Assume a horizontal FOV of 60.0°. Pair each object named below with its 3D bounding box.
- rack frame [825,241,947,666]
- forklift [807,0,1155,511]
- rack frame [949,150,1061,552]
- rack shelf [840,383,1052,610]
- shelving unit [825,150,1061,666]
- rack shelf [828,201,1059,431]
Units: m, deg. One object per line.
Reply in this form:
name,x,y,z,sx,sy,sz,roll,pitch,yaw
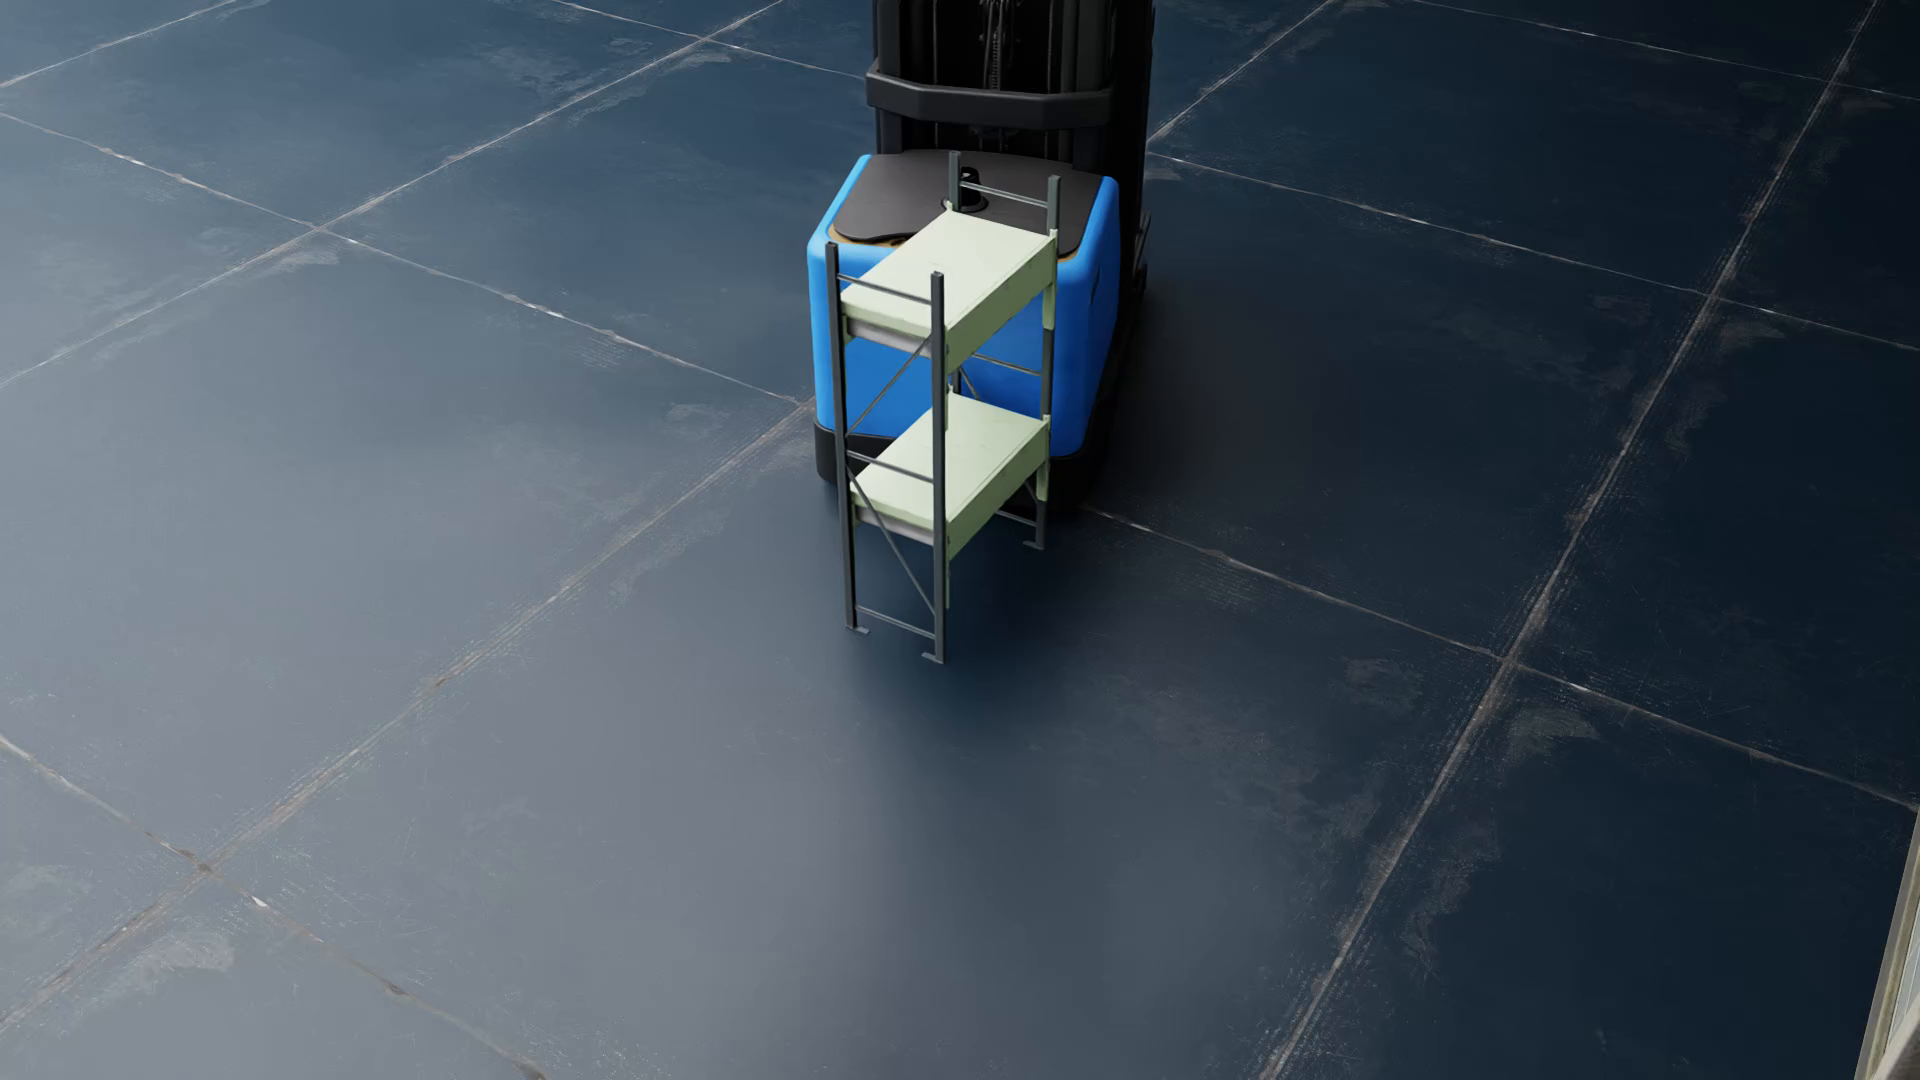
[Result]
rack frame,-0.224,-0.230,5.320,0.400,1.500,0.023,19,42,23
forklift,0.248,-2.171,6.666,1.130,2.935,3.031,7,38,9
rack frame,0.143,-0.617,5.822,0.400,1.500,0.023,19,42,23
rack shelf,-0.040,-0.166,5.770,0.431,0.370,0.720,19,42,23
shelving unit,-0.040,-0.424,5.571,0.431,1.500,0.755,19,42,23
rack shelf,-0.040,-0.733,5.333,0.431,0.370,0.720,19,42,23
